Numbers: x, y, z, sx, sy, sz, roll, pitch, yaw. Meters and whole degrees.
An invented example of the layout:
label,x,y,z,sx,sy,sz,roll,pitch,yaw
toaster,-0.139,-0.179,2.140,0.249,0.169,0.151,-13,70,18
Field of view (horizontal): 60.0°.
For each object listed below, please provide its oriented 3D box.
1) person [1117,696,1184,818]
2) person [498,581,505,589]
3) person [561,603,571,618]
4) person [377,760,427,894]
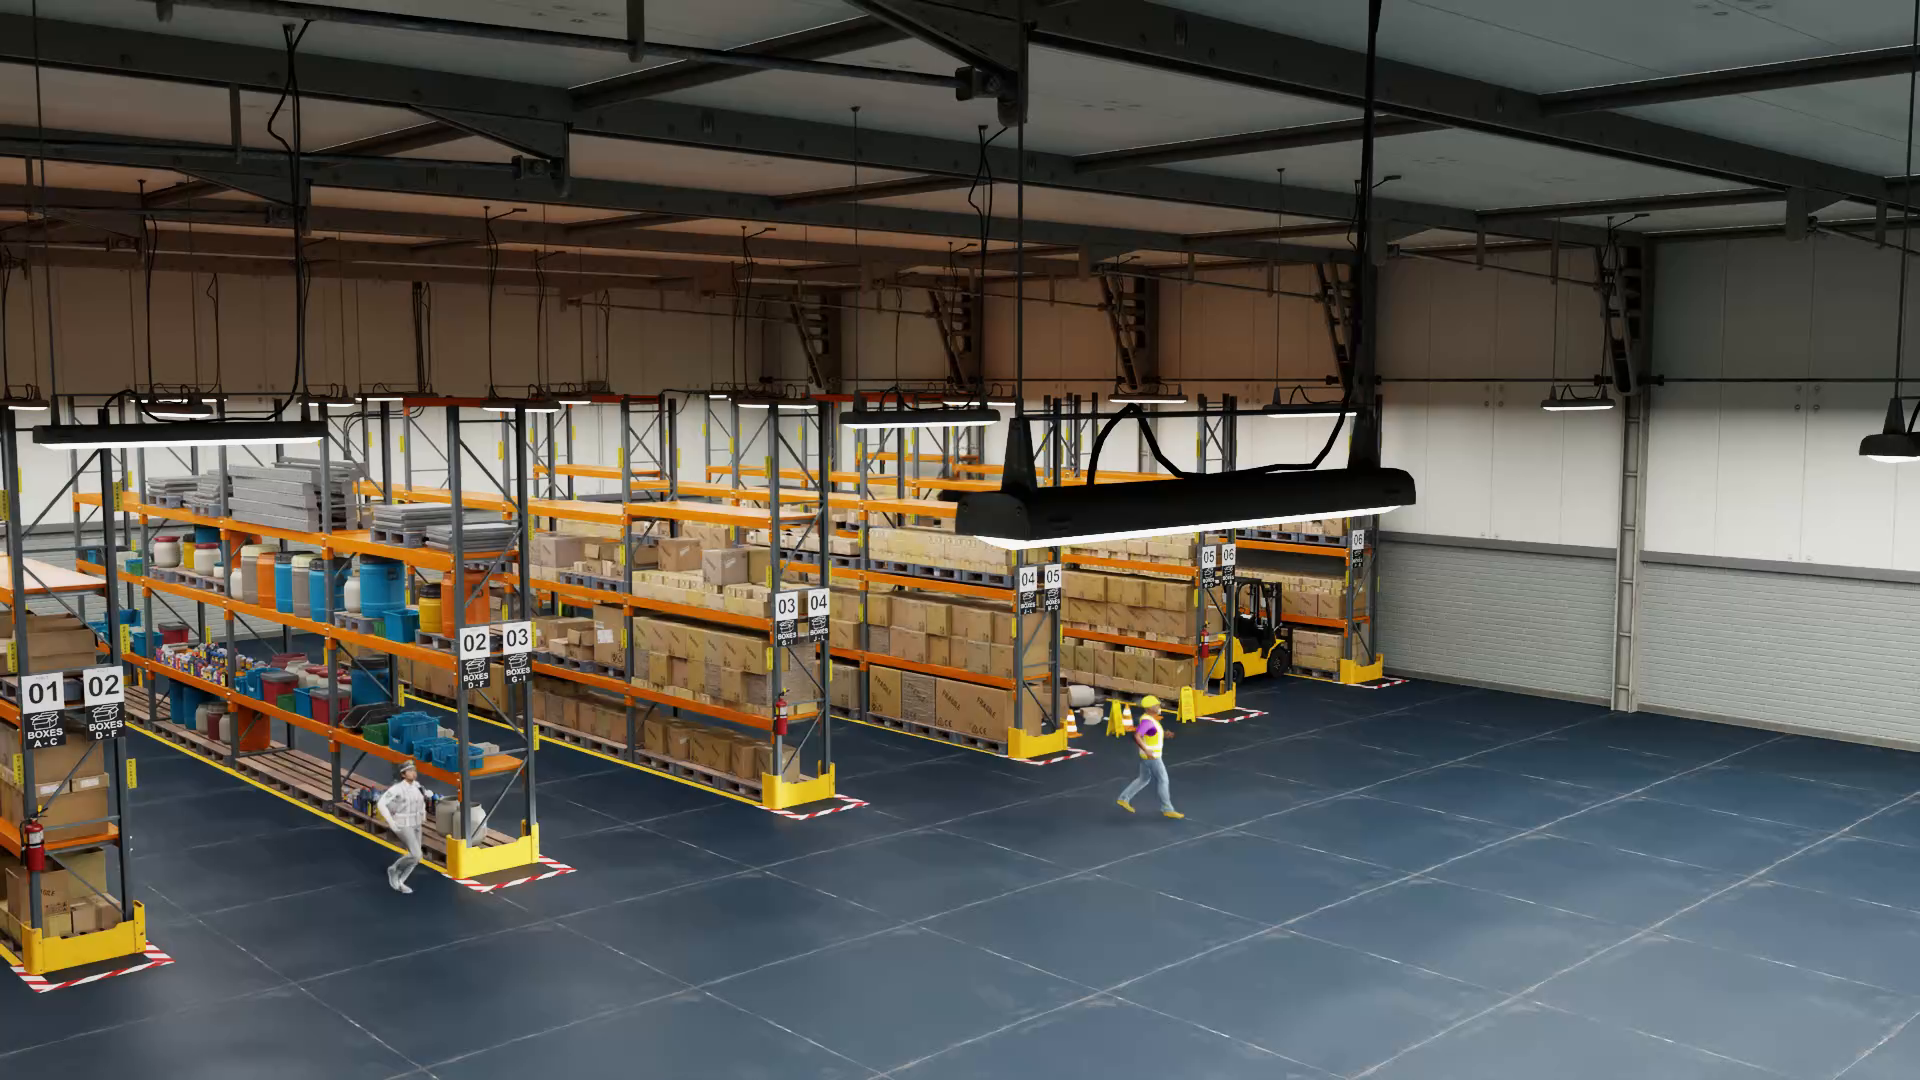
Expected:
label,x,y,z,sx,sy,sz,roll,pitch,yaw
person,2.745,3.109,23.906,0.966,1.760,0.705,0,6,-1
person,-10.537,1.755,38.116,0.781,1.784,0.922,-3,6,-26
person,-9.921,1.456,41.227,0.983,1.788,0.671,-5,7,-40
person,-6.779,3.532,20.511,0.483,1.648,0.604,2,6,21
